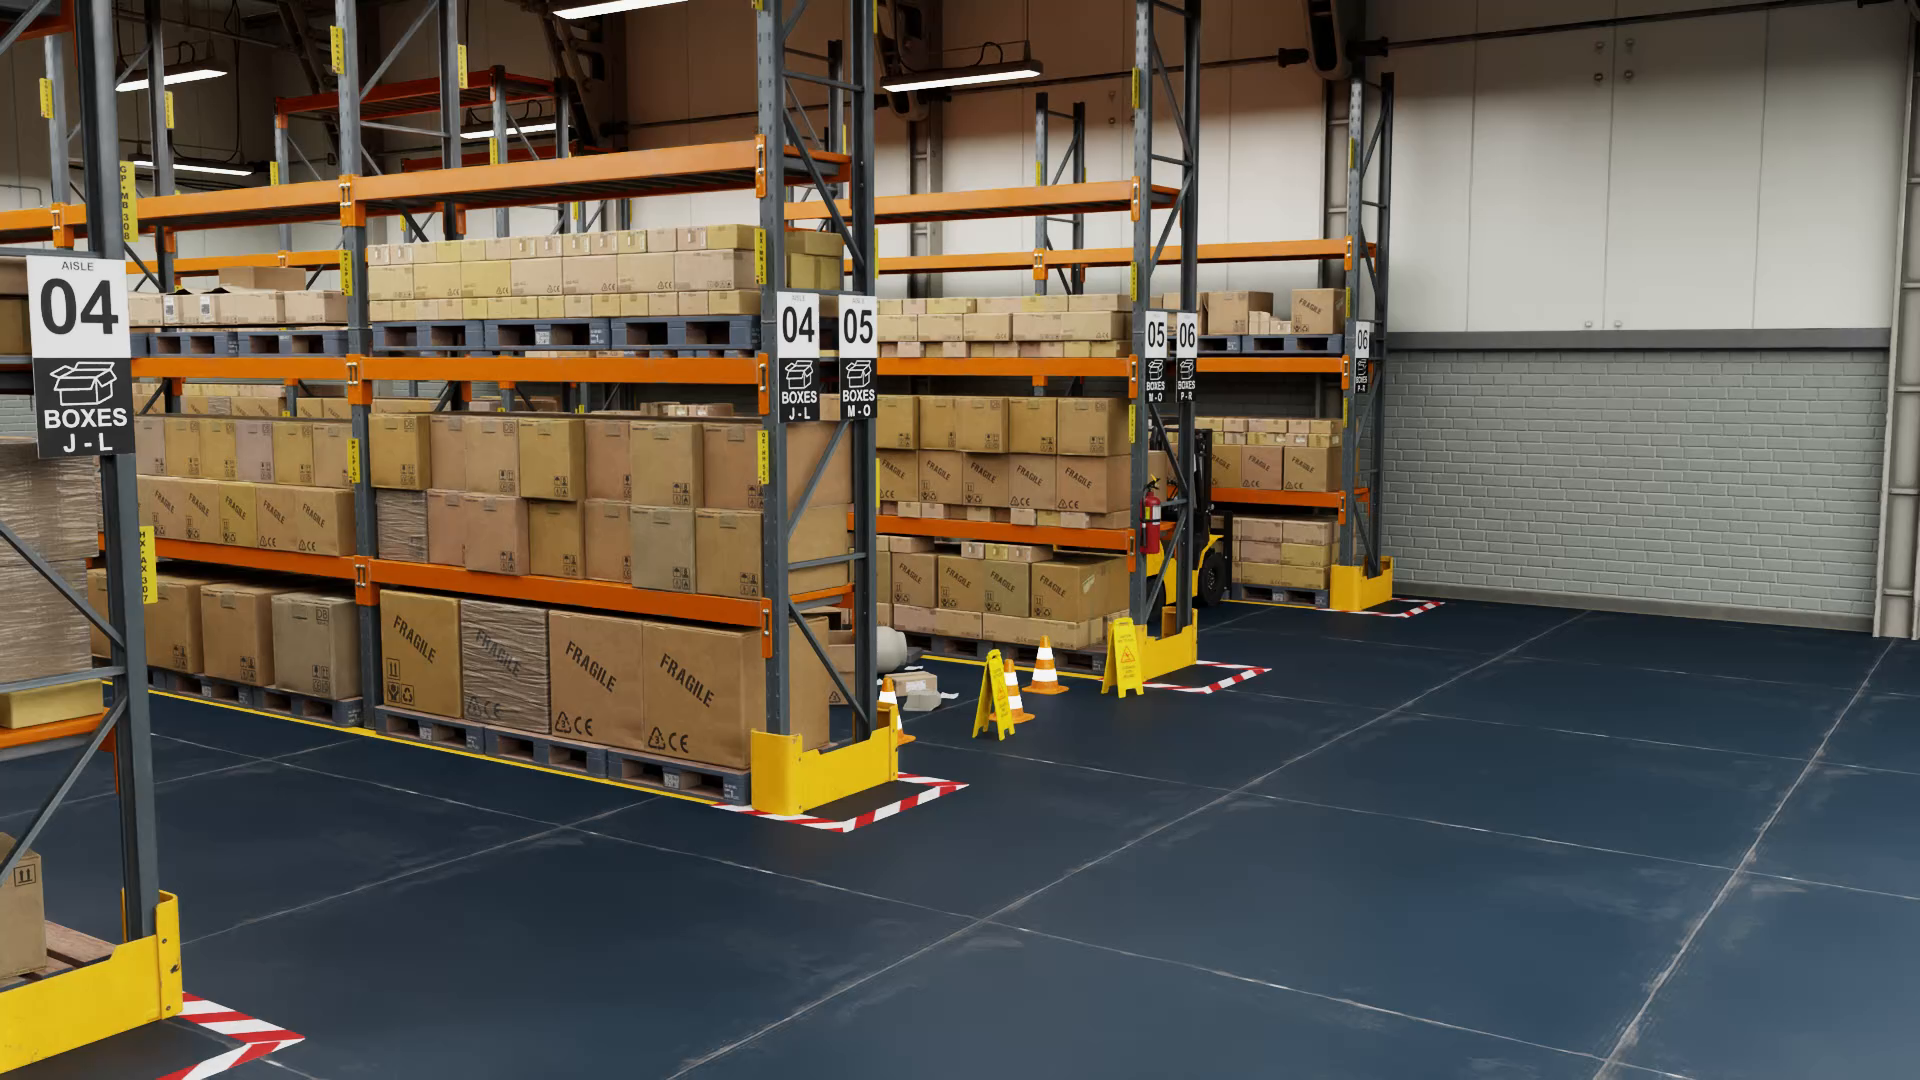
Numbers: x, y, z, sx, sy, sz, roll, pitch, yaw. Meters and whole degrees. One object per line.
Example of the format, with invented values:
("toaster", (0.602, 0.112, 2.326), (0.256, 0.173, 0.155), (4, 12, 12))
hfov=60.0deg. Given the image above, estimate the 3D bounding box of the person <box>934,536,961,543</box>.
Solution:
("person", (-0.219, -0.140, 18.686), (0.620, 1.766, 0.412), (-1, 6, -9))
